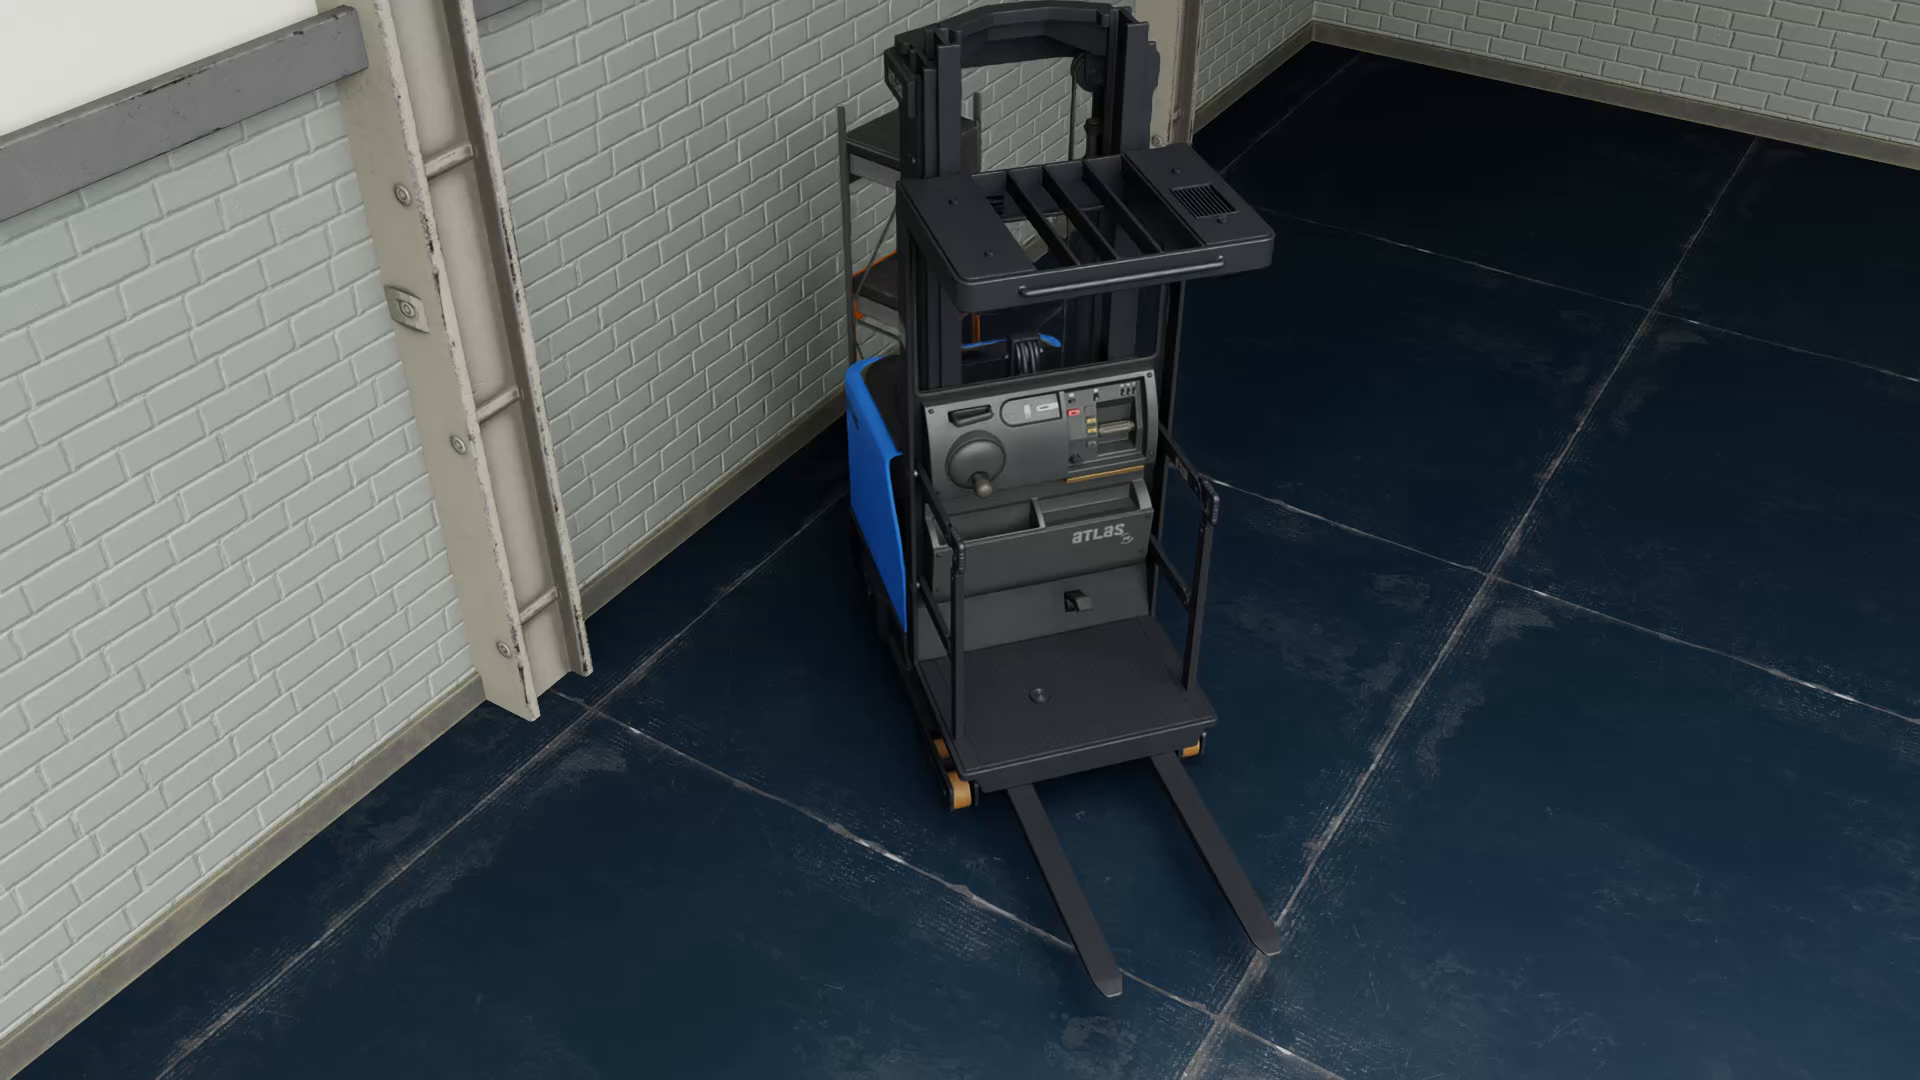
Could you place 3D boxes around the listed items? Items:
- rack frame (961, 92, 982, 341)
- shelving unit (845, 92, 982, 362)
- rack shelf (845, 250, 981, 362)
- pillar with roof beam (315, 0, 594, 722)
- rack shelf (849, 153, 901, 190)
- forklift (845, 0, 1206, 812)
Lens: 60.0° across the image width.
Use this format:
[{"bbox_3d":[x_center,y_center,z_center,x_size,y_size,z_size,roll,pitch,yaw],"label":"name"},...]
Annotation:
[{"bbox_3d":[-0.065,-1.200,8.026,0.400,2.100,0.015,26,45,30],"label":"rack frame"},{"bbox_3d":[-0.215,-1.086,7.879,0.431,2.100,0.492,26,45,30],"label":"shelving unit"},{"bbox_3d":[-0.218,-1.073,7.884,0.431,0.518,0.480,26,45,30],"label":"rack shelf"},{"bbox_3d":[1.765,-1.523,2.794,9.100,9.000,0.400,21,42,25],"label":"pillar with roof beam"},{"bbox_3d":[-0.218,-1.707,7.395,0.332,0.100,0.442,26,45,30],"label":"rack shelf"},{"bbox_3d":[0.385,-0.341,6.231,1.130,2.935,3.031,-11,39,-13],"label":"forklift"}]
